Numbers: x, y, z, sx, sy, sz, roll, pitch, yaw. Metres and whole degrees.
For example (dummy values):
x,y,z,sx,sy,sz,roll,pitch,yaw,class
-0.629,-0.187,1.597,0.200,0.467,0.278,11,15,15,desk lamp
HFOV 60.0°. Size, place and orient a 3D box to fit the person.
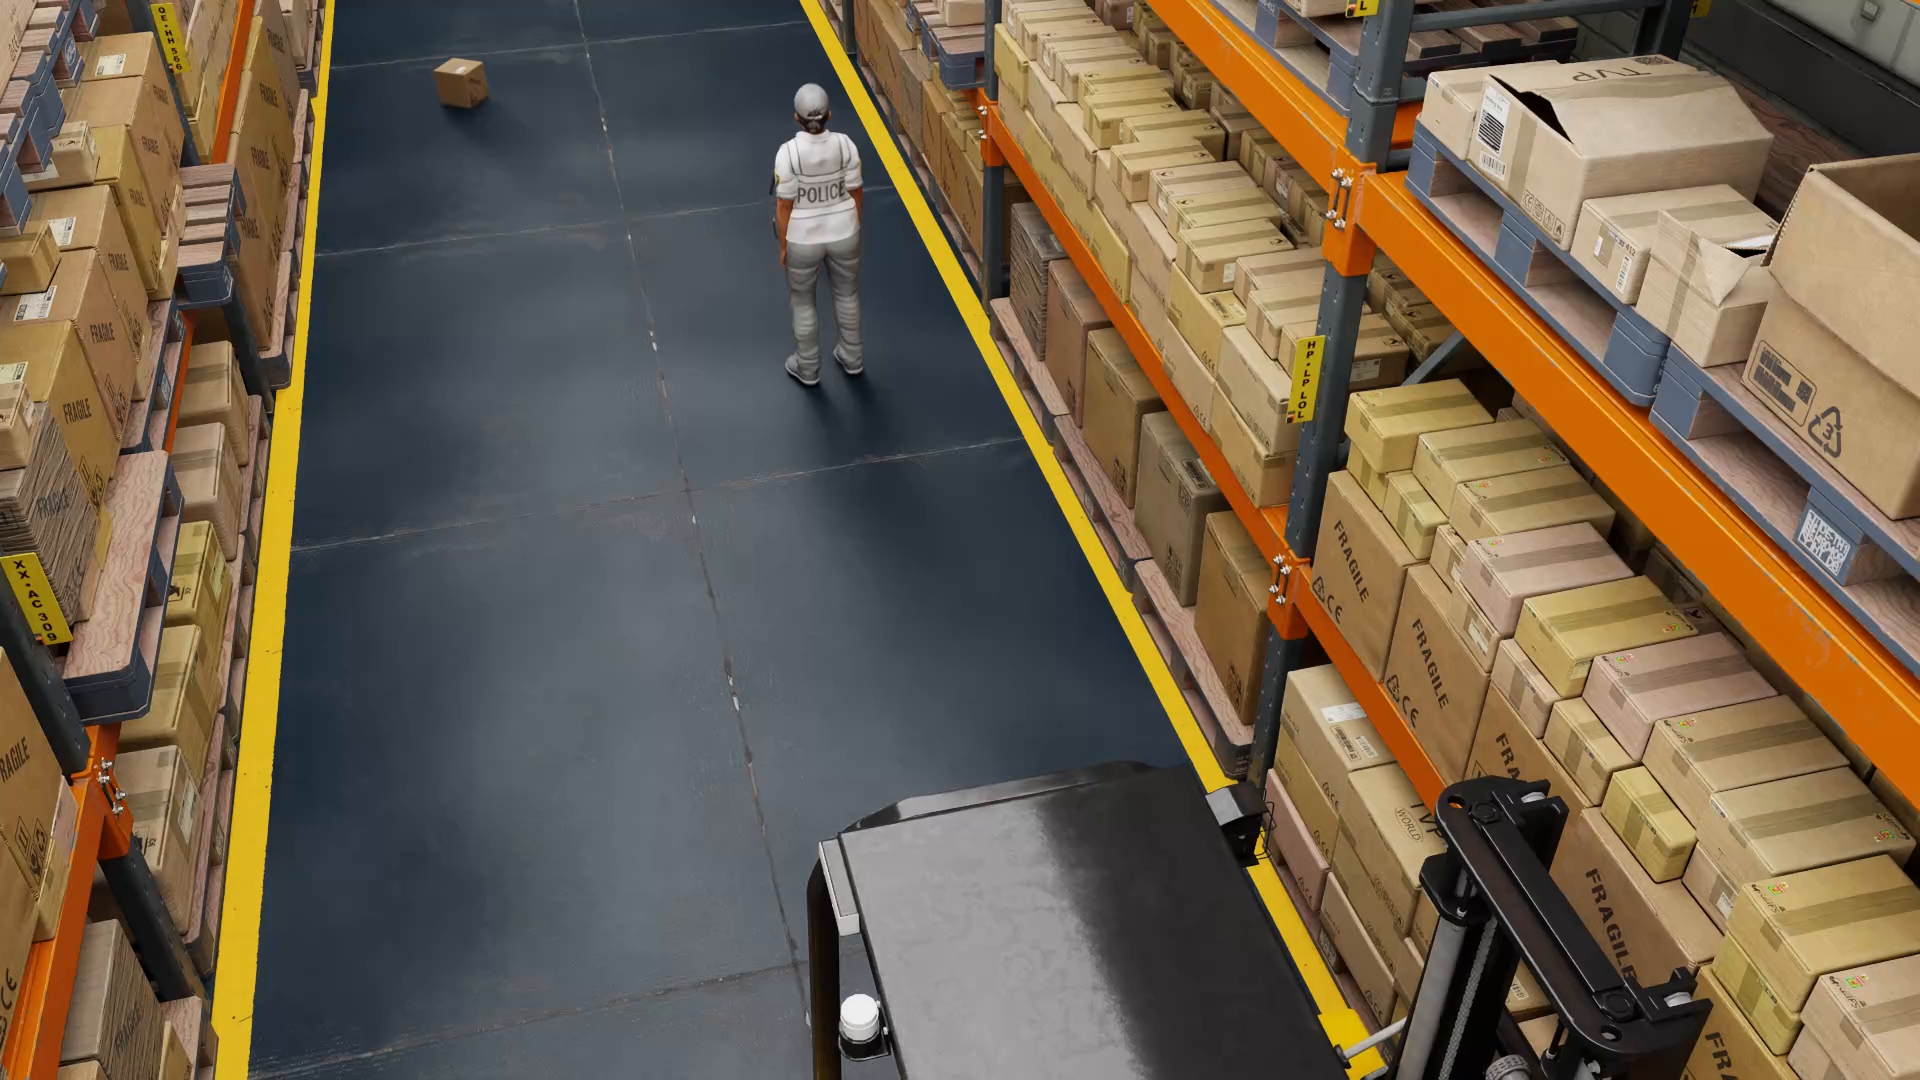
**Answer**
x,y,z,sx,sy,sz,roll,pitch,yaw,class
-0.736,-1.587,8.693,0.472,1.667,0.383,-14,41,-17,person
